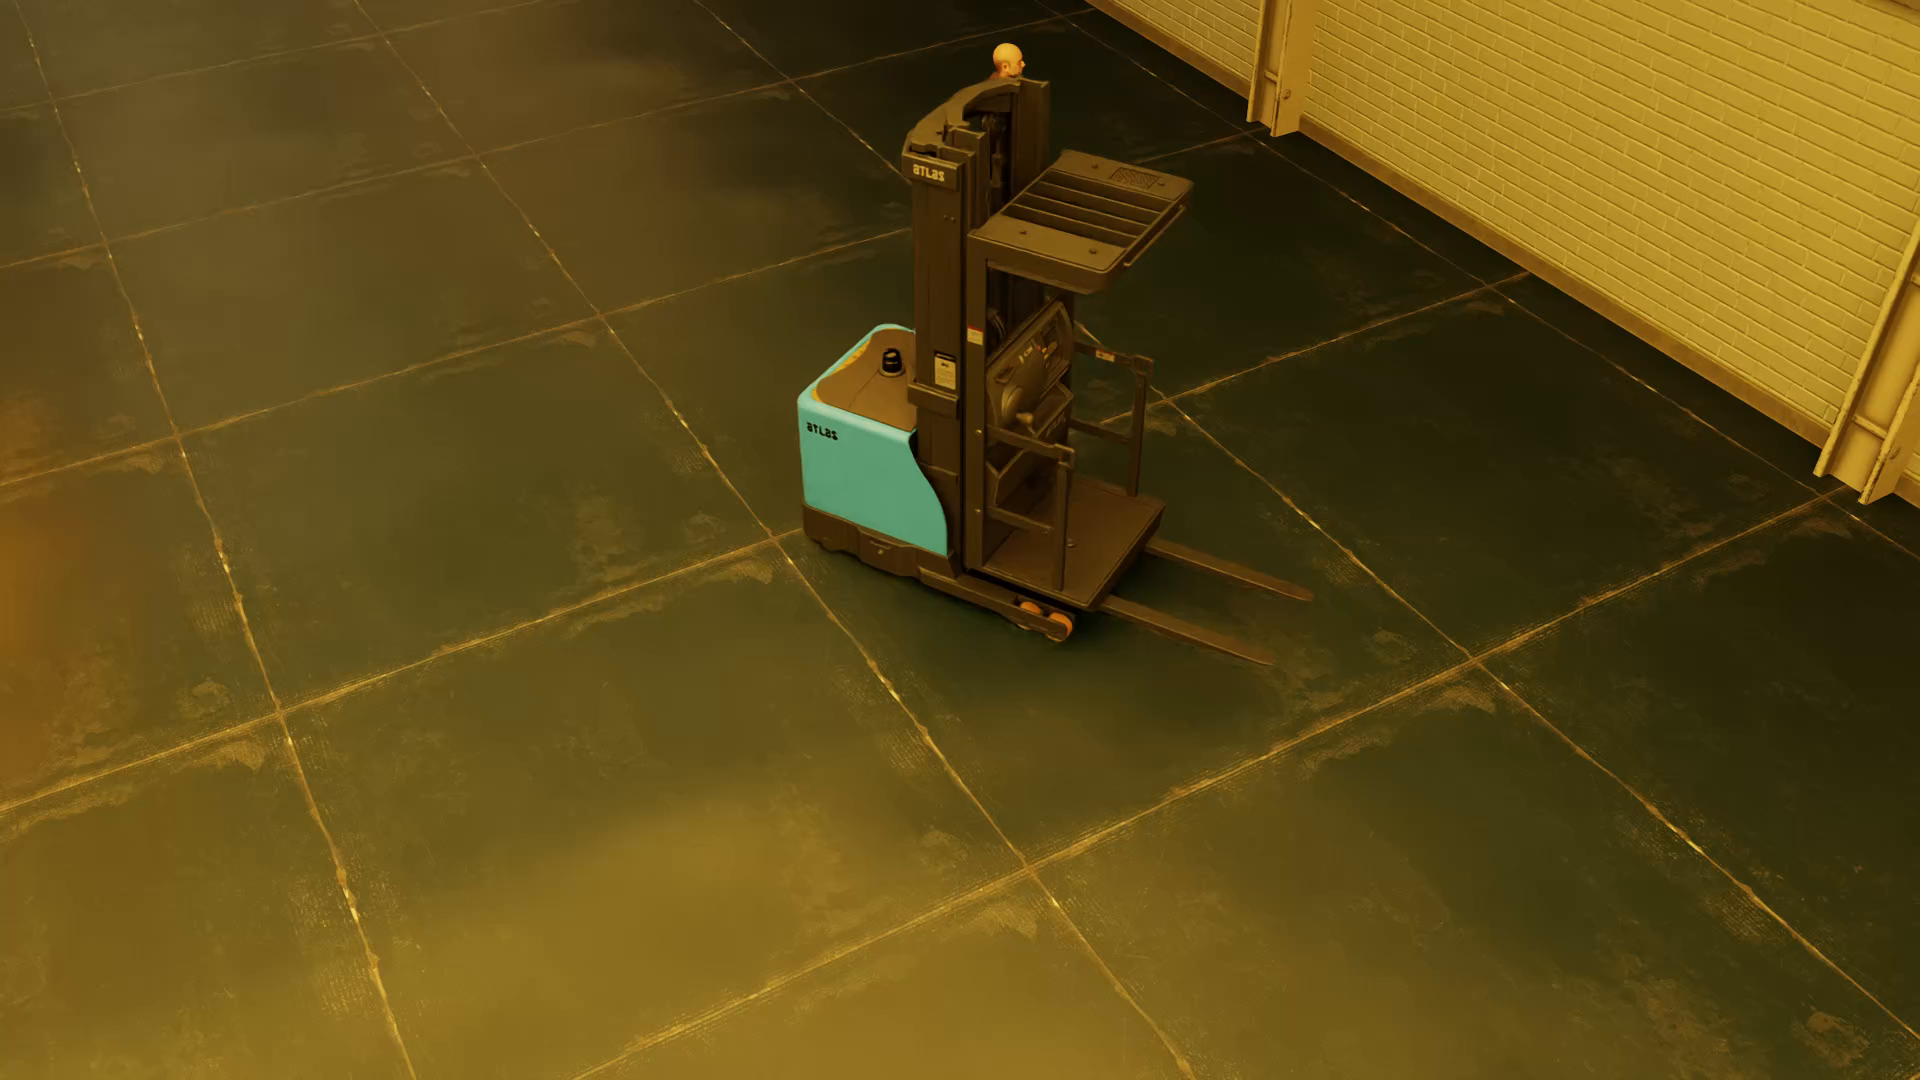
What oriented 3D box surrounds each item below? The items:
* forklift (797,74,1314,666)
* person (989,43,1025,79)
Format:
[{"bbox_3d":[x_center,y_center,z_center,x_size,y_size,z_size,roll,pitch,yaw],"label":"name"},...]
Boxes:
[{"bbox_3d":[0.568,-0.931,9.158,3.031,2.935,1.130,20,44,22],"label":"forklift"},{"bbox_3d":[0.385,-2.826,12.342,0.384,1.783,0.563,-2,40,-3],"label":"person"}]
